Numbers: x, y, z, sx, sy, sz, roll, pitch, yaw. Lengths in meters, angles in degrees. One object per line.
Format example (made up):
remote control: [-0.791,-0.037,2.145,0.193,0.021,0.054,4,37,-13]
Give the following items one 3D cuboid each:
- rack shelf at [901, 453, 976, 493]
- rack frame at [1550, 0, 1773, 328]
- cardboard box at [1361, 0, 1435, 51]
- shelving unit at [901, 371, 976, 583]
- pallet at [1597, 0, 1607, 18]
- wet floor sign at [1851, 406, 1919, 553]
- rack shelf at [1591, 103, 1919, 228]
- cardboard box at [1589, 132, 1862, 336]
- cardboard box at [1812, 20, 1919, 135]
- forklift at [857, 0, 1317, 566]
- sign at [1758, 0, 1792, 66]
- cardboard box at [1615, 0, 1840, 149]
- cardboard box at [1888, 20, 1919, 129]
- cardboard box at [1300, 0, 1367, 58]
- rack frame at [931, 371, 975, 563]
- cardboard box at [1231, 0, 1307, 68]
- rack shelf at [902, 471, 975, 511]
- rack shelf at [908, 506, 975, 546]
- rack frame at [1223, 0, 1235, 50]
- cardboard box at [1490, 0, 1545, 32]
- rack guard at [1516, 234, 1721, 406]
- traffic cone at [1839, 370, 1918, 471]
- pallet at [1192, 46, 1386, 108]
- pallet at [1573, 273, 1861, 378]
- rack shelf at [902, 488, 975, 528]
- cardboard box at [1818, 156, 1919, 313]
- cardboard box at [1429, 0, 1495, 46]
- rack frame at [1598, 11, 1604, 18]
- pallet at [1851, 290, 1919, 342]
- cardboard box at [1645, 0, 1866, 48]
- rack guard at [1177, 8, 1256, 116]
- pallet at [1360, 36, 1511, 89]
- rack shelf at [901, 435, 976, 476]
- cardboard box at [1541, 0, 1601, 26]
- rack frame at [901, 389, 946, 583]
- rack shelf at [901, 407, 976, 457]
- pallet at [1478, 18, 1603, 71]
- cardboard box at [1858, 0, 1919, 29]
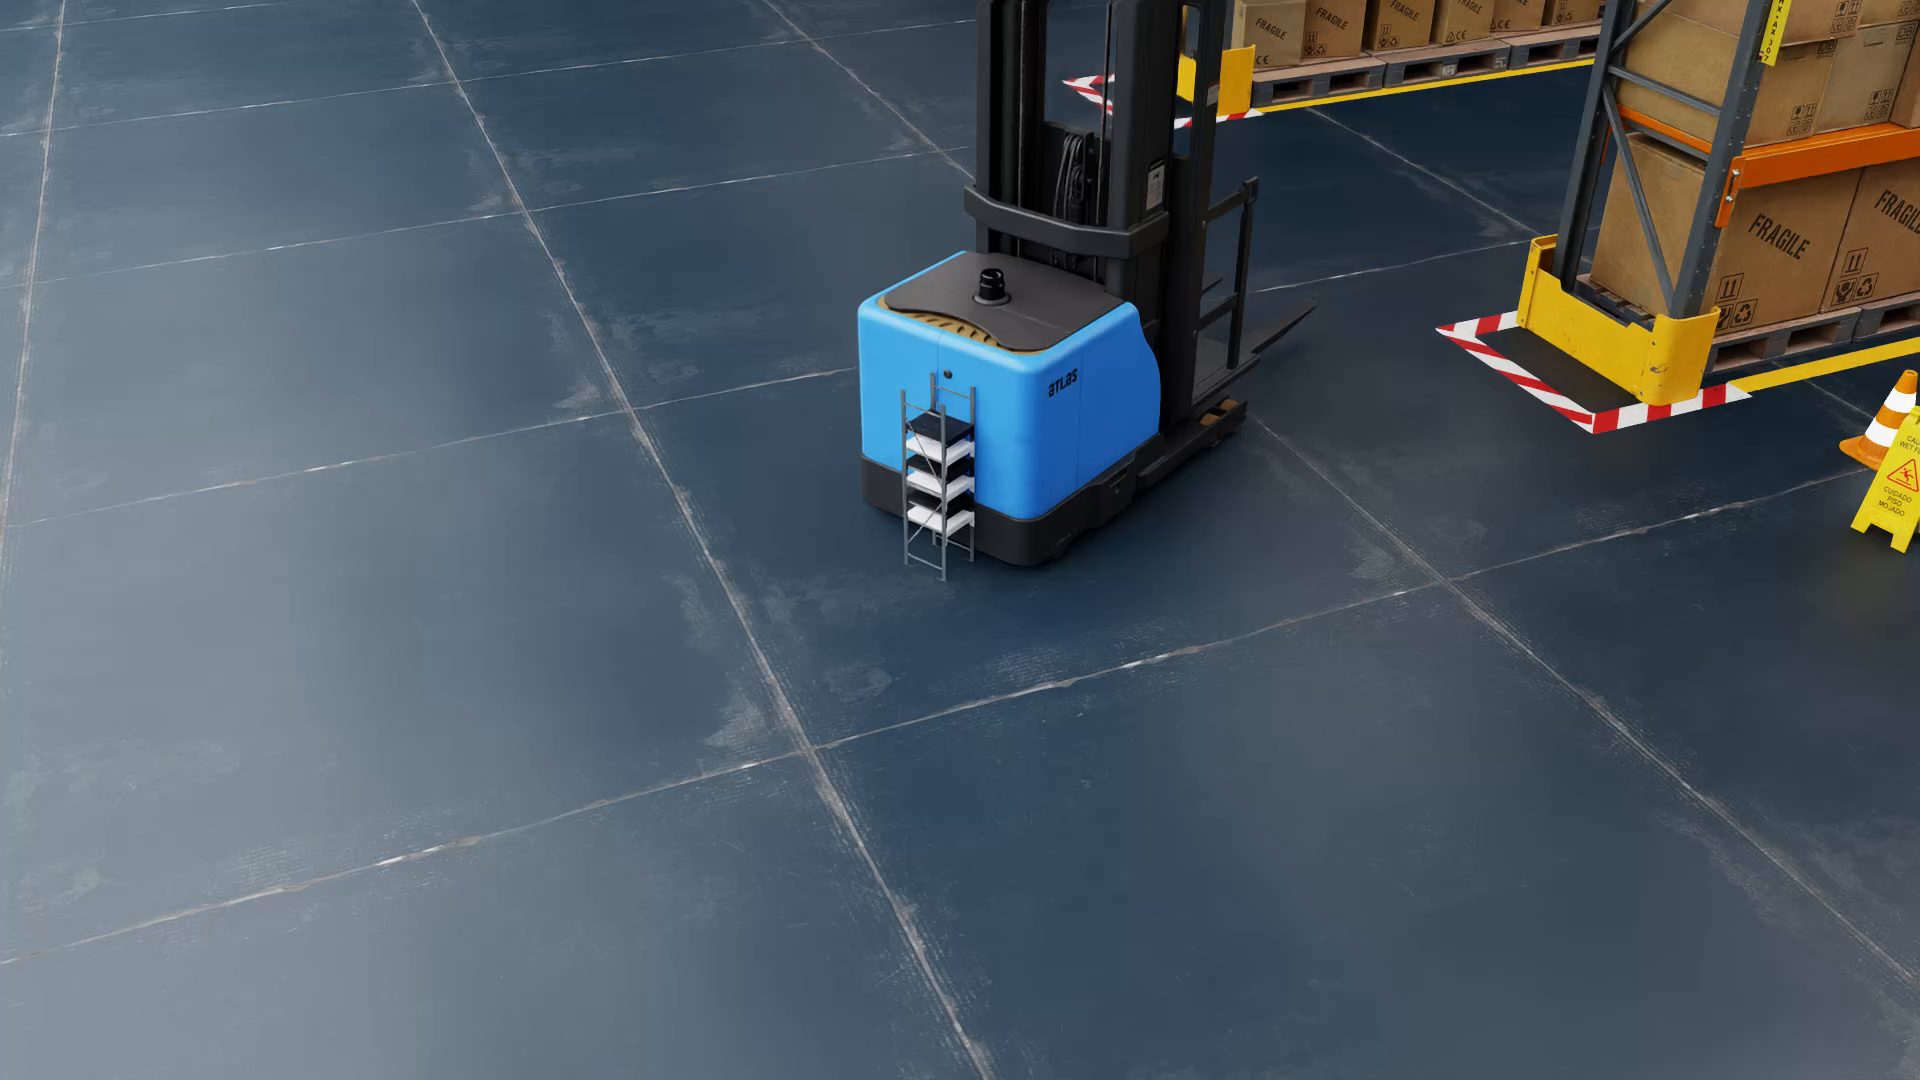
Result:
rack shelf: [-0.094,-0.318,7.310,0.258,0.077,0.200,23,40,31]
rack frame: [3.630,-2.292,8.523,0.127,3.000,1.000,-13,35,-19]
cardboard box: [3.508,-4.326,13.555,0.500,0.500,0.500,-10,34,-14]
shelving unit: [-0.094,-0.270,7.341,0.258,0.900,0.210,23,40,31]
pallet: [6.209,-4.649,14.701,1.213,0.211,1.003,-13,35,-19]
wet floor sign: [4.370,-0.304,7.625,0.232,0.644,0.267,-19,38,-27]
rack shelf: [5.474,-2.413,9.368,4.000,0.370,1.077,-13,35,-19]
cardboard box: [4.230,-1.754,9.259,0.875,0.875,0.875,-13,35,-19]
cardboard box: [4.453,-2.584,8.833,0.550,0.550,0.875,-13,35,-19]
forklift: [0.829,-1.853,7.911,1.130,2.935,3.031,23,40,31]
sign: [3.839,-2.408,7.834,0.005,0.325,0.100,-13,35,-19]
cardboard box: [3.955,-2.456,8.637,0.550,0.550,0.875,-13,35,-19]
cardboard box: [5.018,-2.639,8.917,0.550,0.550,0.875,-13,35,-19]
cardboard box: [2.923,-4.203,13.366,0.500,0.500,0.500,-4,33,-6]
rack frame: [-0.032,-0.314,7.408,0.240,0.900,0.006,23,40,31]
cardboard box: [2.385,-4.060,13.146,0.500,0.500,0.500,-7,34,-10]
rack shelf: [-0.094,-0.243,7.359,0.258,0.077,0.200,23,40,31]
rack shelf: [-0.094,-0.092,7.457,0.258,0.077,0.200,23,40,31]
rack frame: [1.803,-4.808,12.389,0.127,3.000,1.000,-13,35,-19]
cardboard box: [4.582,-4.592,13.963,0.500,0.500,0.500,-2,33,-4]
rack guard: [3.608,-1.240,9.197,0.348,0.500,1.175,-13,35,-19]
traffic cone: [4.670,-0.627,8.290,0.334,0.463,0.336,-13,35,-19]
pallet: [2.636,-3.809,13.410,1.213,0.211,1.003,-13,35,-19]
pallet: [4.337,-1.332,9.603,1.213,0.211,1.003,-13,35,-19]
rack shelf: [-0.094,-0.167,7.408,0.258,0.077,0.200,23,40,31]
cardboard box: [5.040,-1.941,9.546,0.875,0.875,0.875,-13,35,-20]
cardboard box: [4.040,-4.421,13.701,0.500,0.500,0.500,-16,36,-23]
rack frame: [5.491,-5.652,13.687,0.127,3.000,1.000,-13,35,-19]
pallet: [5.460,-1.587,9.996,1.213,0.211,1.003,-13,35,-19]
cardboard box: [3.987,-2.867,8.278,0.550,0.550,0.875,-13,35,-19]
rack guard: [1.873,-3.776,13.095,0.348,0.500,1.175,-13,35,-19]
pallet: [3.759,-4.064,13.803,1.213,0.211,1.003,-13,35,-19]
rack shelf: [-0.094,-0.393,7.261,0.258,0.077,0.200,23,40,31]
cardboard box: [5.107,-4.716,14.155,0.500,0.500,0.500,-14,36,-20]
rack frame: [-0.157,-0.227,7.273,0.240,0.900,0.006,23,40,31]
rack shelf: [-0.094,-0.469,7.211,0.258,0.077,0.200,23,40,31]
pallet: [4.886,-4.324,14.202,1.213,0.211,1.003,-13,35,-19]
cardboard box: [4.459,-3.029,8.528,0.550,0.550,0.875,-13,35,-19]
